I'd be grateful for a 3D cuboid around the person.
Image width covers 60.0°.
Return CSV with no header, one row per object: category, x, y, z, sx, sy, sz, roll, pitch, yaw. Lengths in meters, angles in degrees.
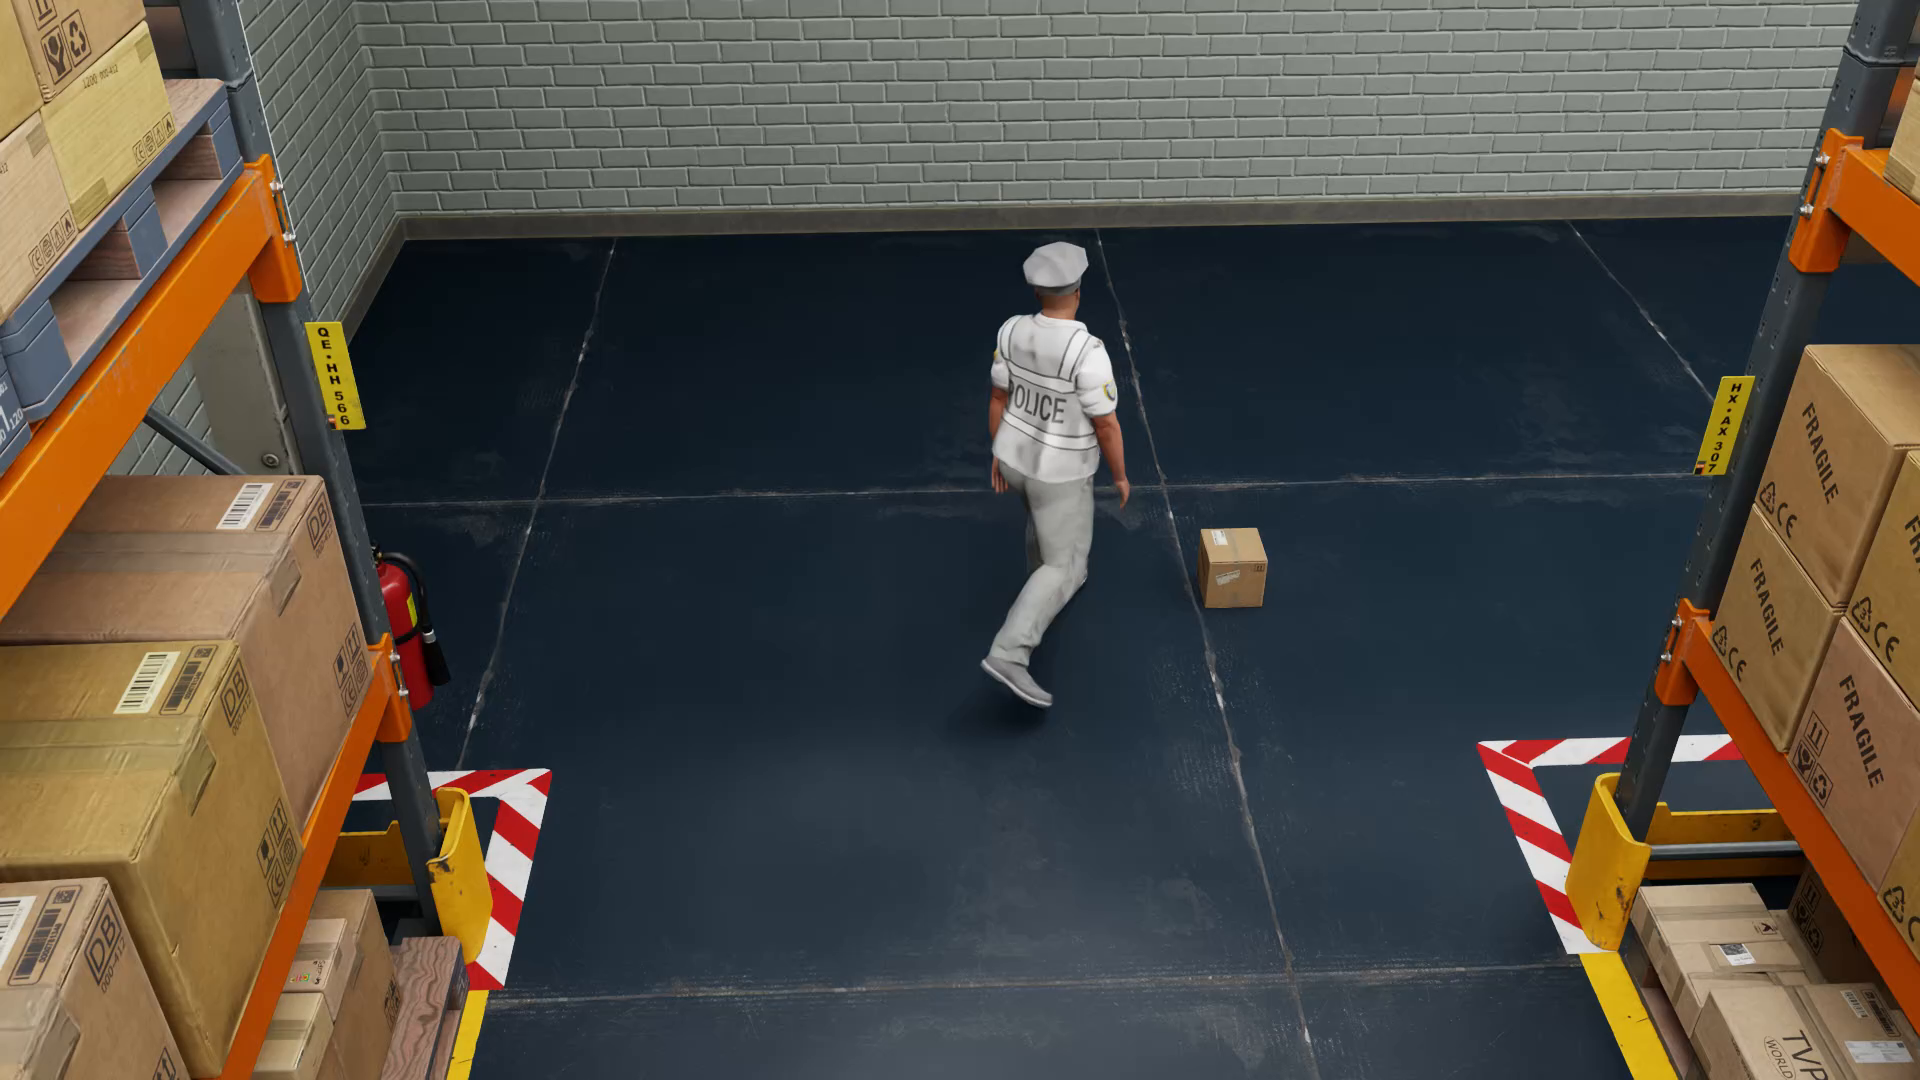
person,0.358,-0.262,6.511,0.953,1.719,0.696,-27,43,-33
